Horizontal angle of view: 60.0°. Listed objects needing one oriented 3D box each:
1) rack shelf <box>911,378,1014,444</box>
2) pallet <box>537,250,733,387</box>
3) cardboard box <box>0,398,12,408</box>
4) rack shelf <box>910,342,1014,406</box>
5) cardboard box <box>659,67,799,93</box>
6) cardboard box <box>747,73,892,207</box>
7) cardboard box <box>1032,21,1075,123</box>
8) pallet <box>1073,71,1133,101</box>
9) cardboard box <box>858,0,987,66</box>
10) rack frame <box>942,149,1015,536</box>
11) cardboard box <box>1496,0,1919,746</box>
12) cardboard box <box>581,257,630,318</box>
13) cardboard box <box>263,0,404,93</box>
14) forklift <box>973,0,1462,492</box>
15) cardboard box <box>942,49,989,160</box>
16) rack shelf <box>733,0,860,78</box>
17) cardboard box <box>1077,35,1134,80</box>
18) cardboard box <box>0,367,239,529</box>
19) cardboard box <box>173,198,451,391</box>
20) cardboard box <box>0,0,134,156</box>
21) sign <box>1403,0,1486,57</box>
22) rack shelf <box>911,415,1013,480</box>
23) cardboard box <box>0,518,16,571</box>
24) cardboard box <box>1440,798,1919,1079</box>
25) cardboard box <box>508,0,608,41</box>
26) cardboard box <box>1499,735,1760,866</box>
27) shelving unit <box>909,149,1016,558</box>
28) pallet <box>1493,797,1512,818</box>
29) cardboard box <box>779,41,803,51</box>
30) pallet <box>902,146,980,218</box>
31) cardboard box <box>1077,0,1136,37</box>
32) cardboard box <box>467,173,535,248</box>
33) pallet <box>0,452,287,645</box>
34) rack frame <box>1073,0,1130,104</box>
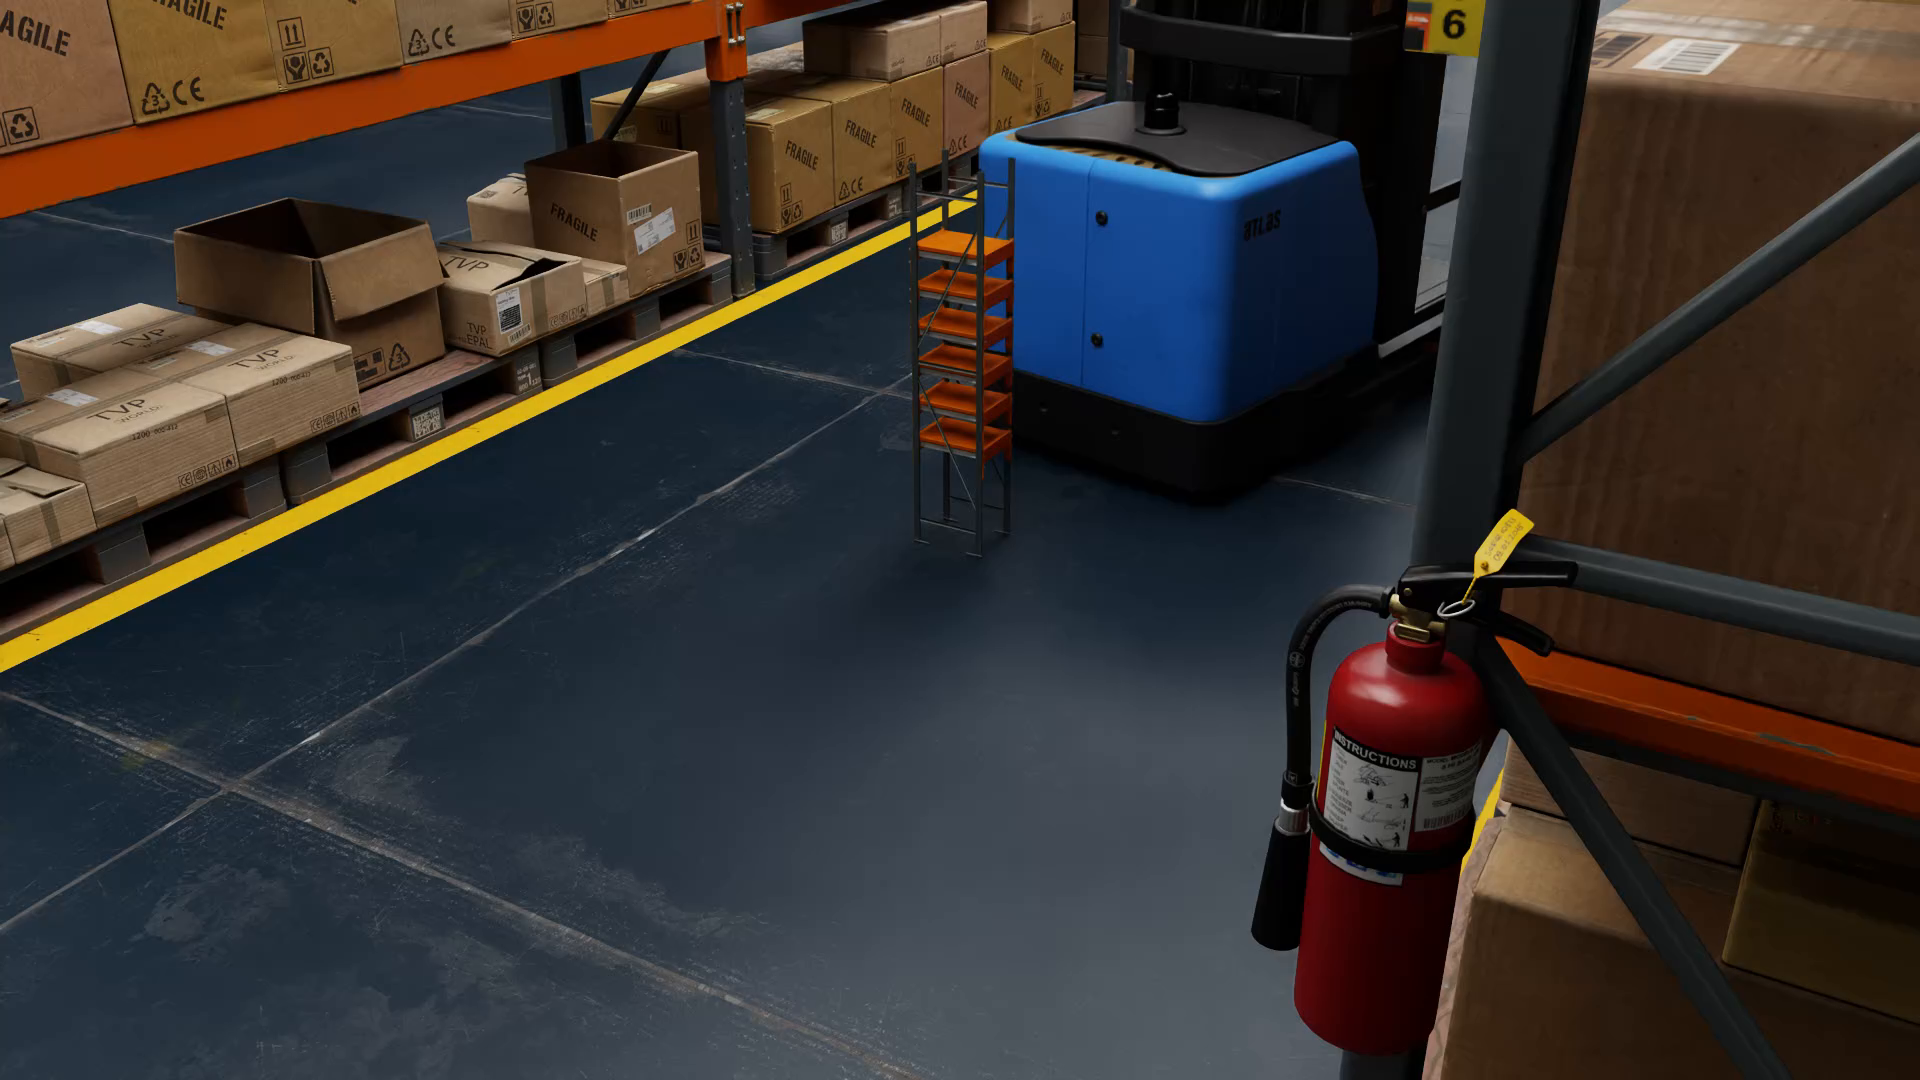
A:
[{"bbox_3d":[0.007,-0.395,5.066,0.258,0.103,0.180,14,30,26],"label":"rack shelf"},{"bbox_3d":[-1.720,-1.025,7.061,1.003,0.211,1.213,14,30,26],"label":"pallet"},{"bbox_3d":[-3.019,-0.314,5.200,0.380,0.166,0.250,14,30,26],"label":"cardboard box"},{"bbox_3d":[0.007,-0.502,5.013,0.258,0.103,0.180,14,30,26],"label":"rack shelf"},{"bbox_3d":[-1.138,-2.064,8.324,0.500,0.500,0.500,14,30,26],"label":"cardboard box"},{"bbox_3d":[-0.679,-1.963,8.122,0.500,0.500,0.500,15,30,27],"label":"cardboard box"},{"bbox_3d":[0.331,-2.761,9.715,0.500,0.500,0.500,15,30,28],"label":"cardboard box"},{"bbox_3d":[1.025,-3.163,11.333,1.003,0.211,1.213,14,30,26],"label":"pallet"},{"bbox_3d":[-0.193,-2.673,8.703,0.500,0.250,0.500,14,30,25],"label":"cardboard box"},{"bbox_3d":[0.052,-0.578,5.064,0.240,1.200,0.006,14,30,26],"label":"rack frame"},{"bbox_3d":[1.208,-0.226,2.015,0.980,0.700,0.700,16,31,28],"label":"cardboard box"},{"bbox_3d":[-1.547,-1.017,6.624,0.380,0.149,0.250,14,30,26],"label":"cardboard box"},{"bbox_3d":[-2.155,-1.731,5.246,0.500,0.500,0.500,15,30,27],"label":"cardboard box"},{"bbox_3d":[1.393,-2.047,6.065,1.130,2.935,3.031,21,34,36],"label":"forklift"},{"bbox_3d":[-0.177,-2.353,8.901,0.500,0.500,0.500,13,29,24],"label":"cardboard box"},{"bbox_3d":[-0.398,-2.997,8.689,1.077,0.370,4.000,14,30,26],"label":"rack shelf"},{"bbox_3d":[1.100,-3.196,10.885,0.500,0.250,0.500,14,30,26],"label":"cardboard box"},{"bbox_3d":[-2.589,-0.292,5.062,0.500,0.250,0.500,14,30,26],"label":"cardboard box"},{"bbox_3d":[-2.301,-0.886,5.966,0.797,0.503,0.637,14,30,26],"label":"cardboard box"},{"bbox_3d":[-2.652,-1.342,4.468,0.500,0.500,0.500,14,30,26],"label":"cardboard box"},{"bbox_3d":[0.500,-0.639,1.618,0.100,0.325,0.005,14,30,26],"label":"sign"},{"bbox_3d":[0.007,-0.288,5.120,0.258,0.103,0.180,14,30,26],"label":"rack shelf"},{"bbox_3d":[-2.844,0.010,4.571,0.380,0.149,0.250,14,30,26],"label":"cardboard box"},{"bbox_3d":[1.223,0.744,2.735,0.700,0.500,0.500,14,30,26],"label":"cardboard box"},{"bbox_3d":[-1.656,-2.131,6.045,0.500,0.500,0.500,15,30,28],"label":"cardboard box"},{"bbox_3d":[1.127,0.364,2.770,0.380,0.149,0.250,14,30,26],"label":"cardboard box"},{"bbox_3d":[0.007,-0.542,4.993,0.258,1.200,0.189,14,30,26],"label":"shelving unit"},{"bbox_3d":[1.892,0.554,3.908,1.003,0.211,1.213,14,30,26],"label":"pallet"},{"bbox_3d":[-0.642,-2.458,9.111,0.500,0.500,0.500,13,29,24],"label":"cardboard box"},{"bbox_3d":[-0.415,-2.095,9.199,1.003,0.211,1.213,14,30,26],"label":"pallet"},{"bbox_3d":[1.100,-3.446,10.760,0.500,0.311,0.500,15,30,28],"label":"cardboard box"},{"bbox_3d":[-1.776,-1.417,7.243,0.500,0.311,0.500,14,30,26],"label":"cardboard box"},{"bbox_3d":[-2.920,-0.074,5.161,1.003,0.211,1.213,14,30,26],"label":"pallet"},{"bbox_3d":[0.586,-4.098,10.085,1.000,3.000,0.127,14,30,26],"label":"rack frame"}]
